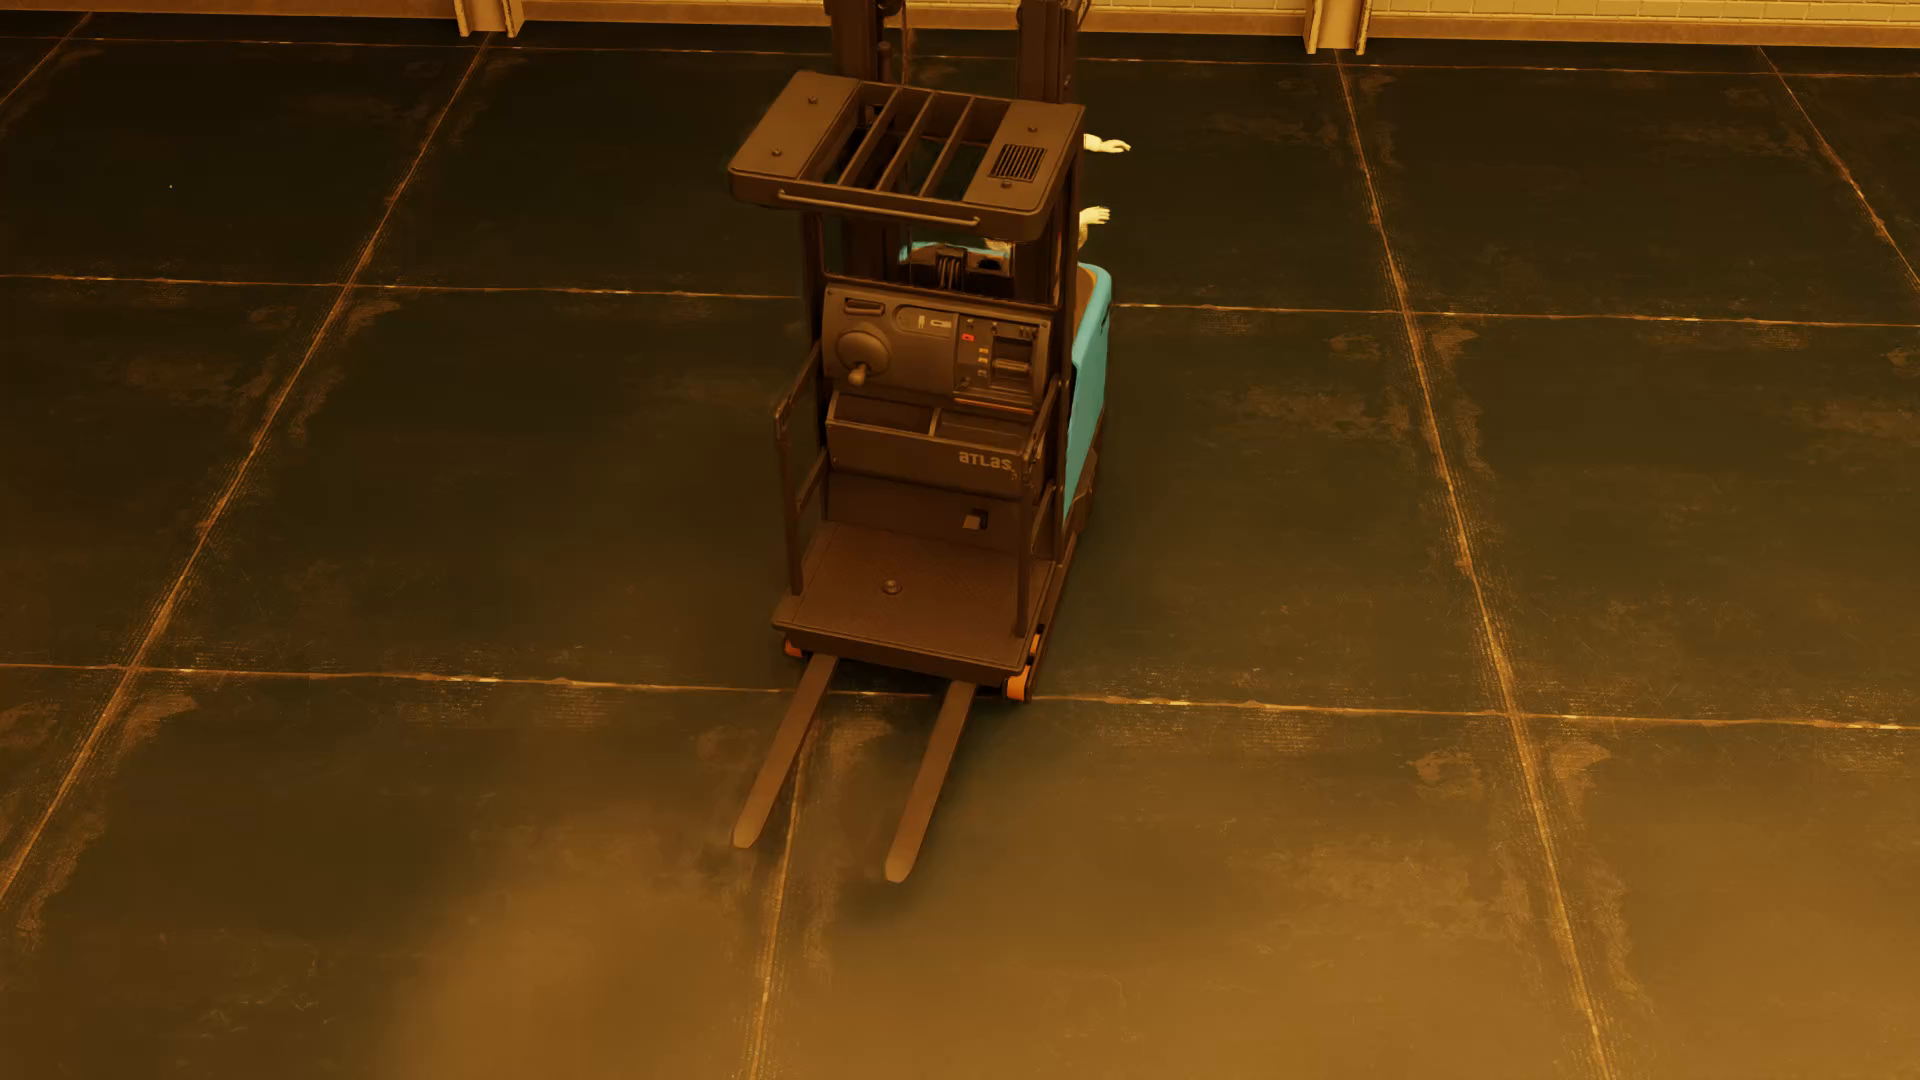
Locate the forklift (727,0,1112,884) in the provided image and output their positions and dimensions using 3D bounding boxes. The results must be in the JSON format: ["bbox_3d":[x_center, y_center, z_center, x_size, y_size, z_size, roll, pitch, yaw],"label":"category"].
[{"bbox_3d":[-0.153,-0.684,6.492,1.130,2.935,3.031,10,43,11],"label":"forklift"}]

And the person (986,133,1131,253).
[{"bbox_3d":[0.471,-1.616,8.566,0.654,1.429,1.092,12,44,12],"label":"person"}]
